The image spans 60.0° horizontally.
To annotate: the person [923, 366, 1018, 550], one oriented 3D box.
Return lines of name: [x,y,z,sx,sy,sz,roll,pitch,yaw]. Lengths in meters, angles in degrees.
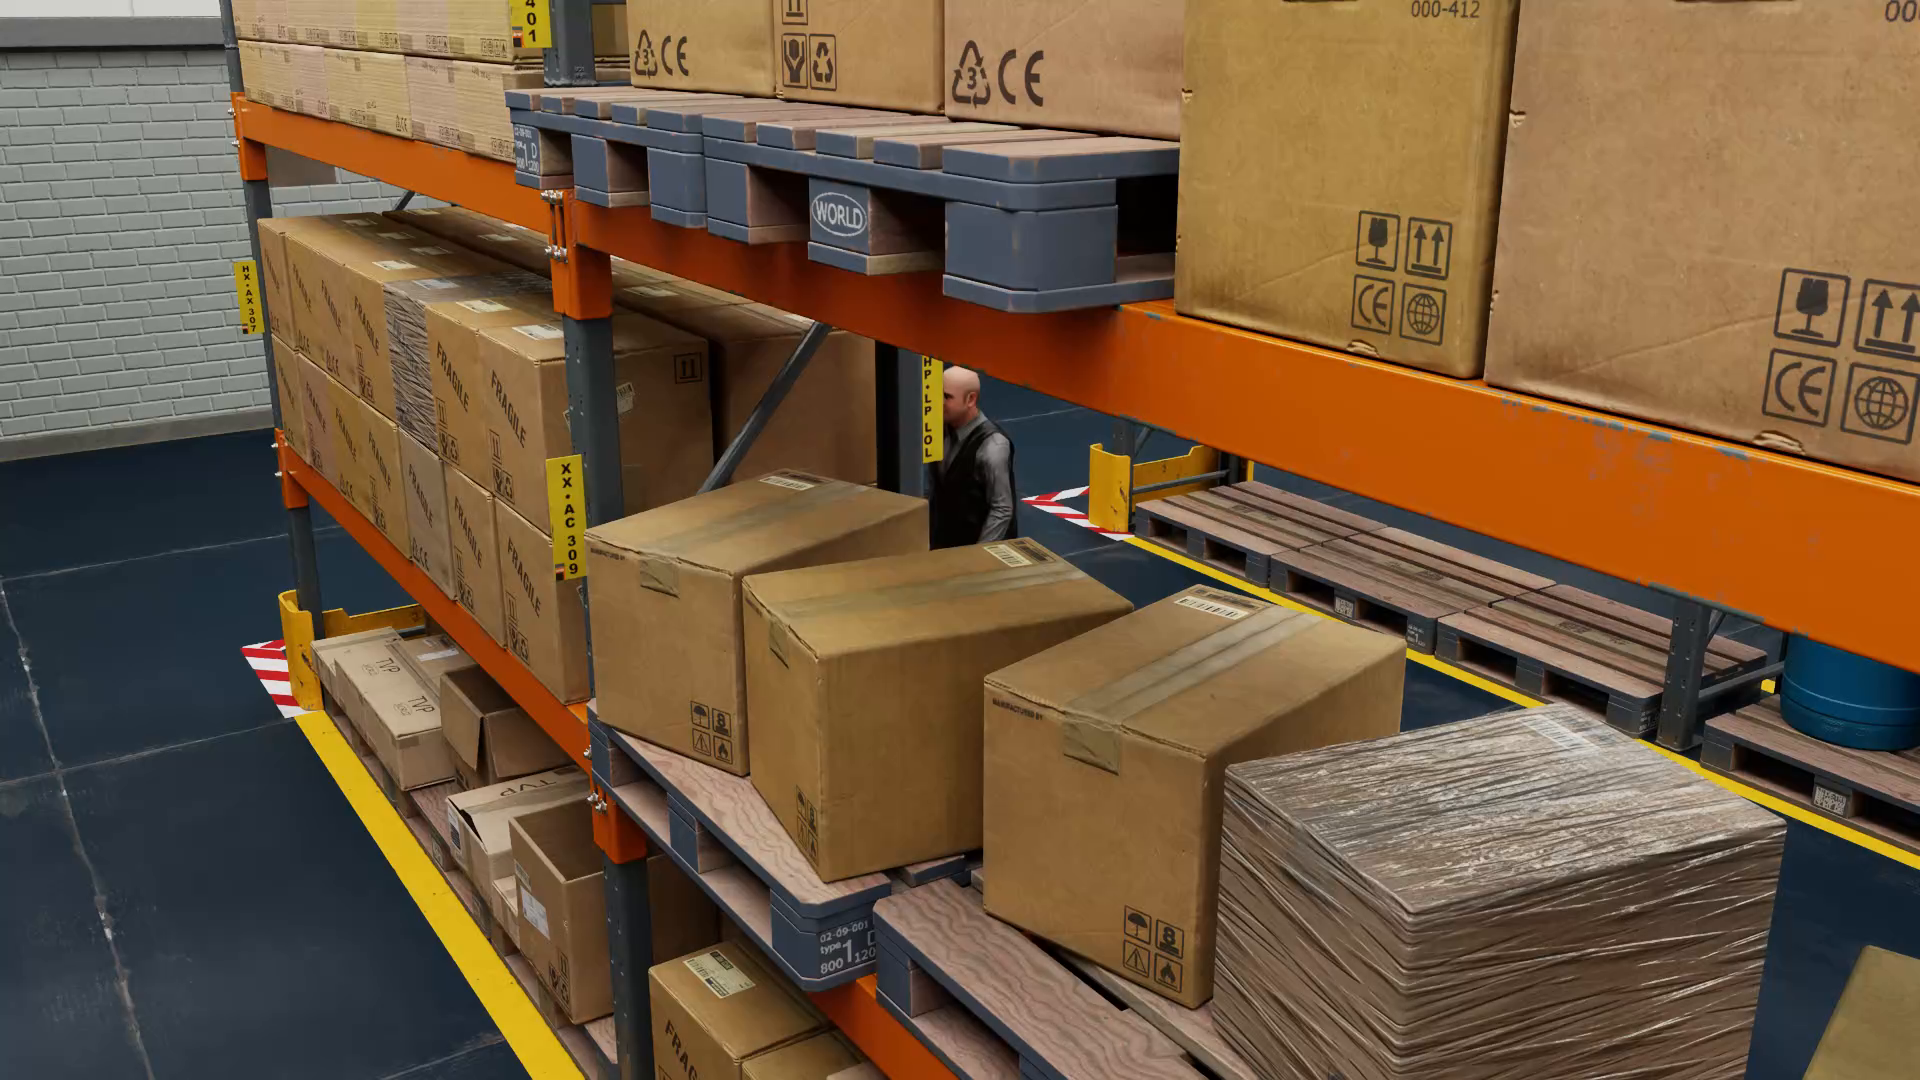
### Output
person: [0.029,0.067,7.381,0.418,1.724,0.561,-12,22,-33]
